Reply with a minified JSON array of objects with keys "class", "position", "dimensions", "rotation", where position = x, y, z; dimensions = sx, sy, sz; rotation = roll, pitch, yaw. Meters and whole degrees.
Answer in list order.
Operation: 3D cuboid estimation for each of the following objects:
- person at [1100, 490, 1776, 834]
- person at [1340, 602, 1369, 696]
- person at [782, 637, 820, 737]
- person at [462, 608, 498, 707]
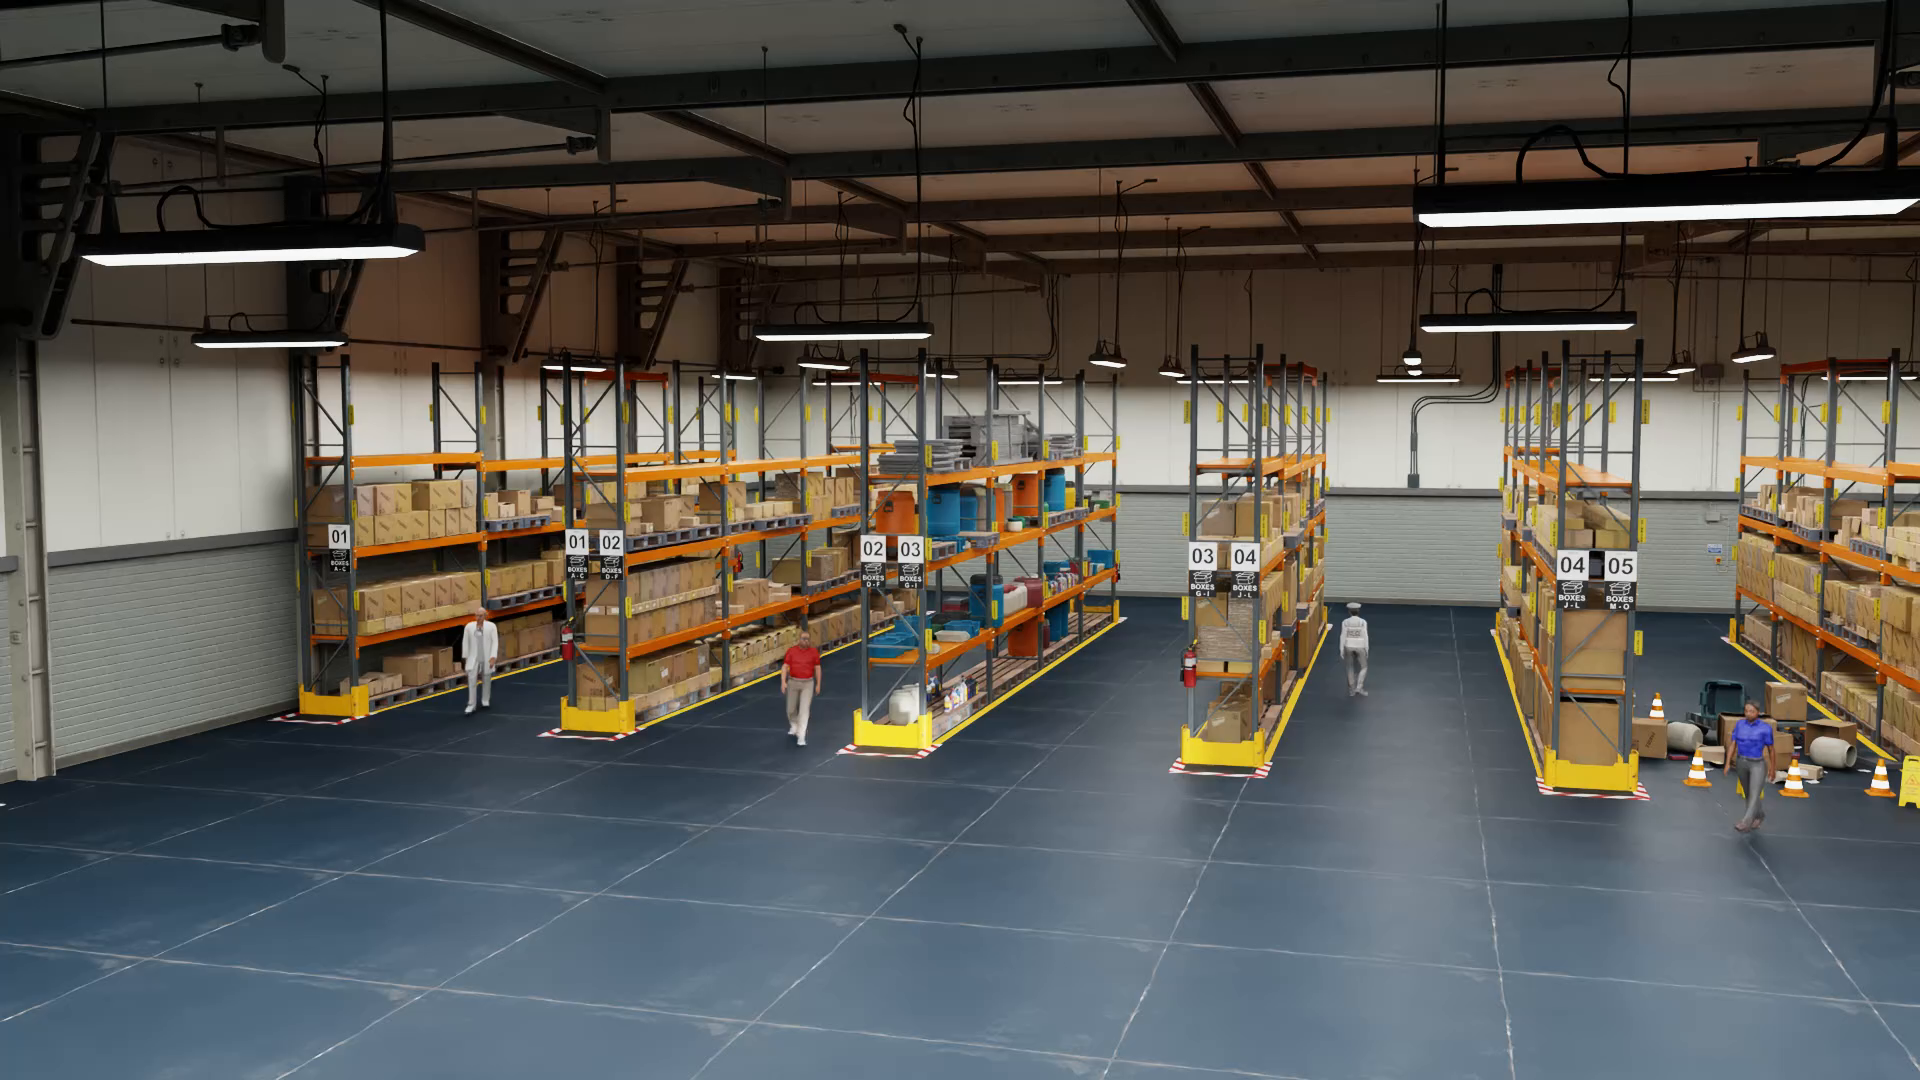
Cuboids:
[{"class":"person","position":[6.353,1.152,29.973],"dimensions":[8.470,3.167,20.500],"rotation":[-3,5,-37]},{"class":"person","position":[7.005,1.958,29.546],"dimensions":[0.512,1.674,0.516],"rotation":[1,4,16]},{"class":"person","position":[-2.439,2.251,25.627],"dimensions":[0.584,1.532,0.703],"rotation":[-1,4,-8]},{"class":"person","position":[-8.132,1.968,28.177],"dimensions":[0.599,1.666,0.868],"rotation":[-1,4,-17]}]
